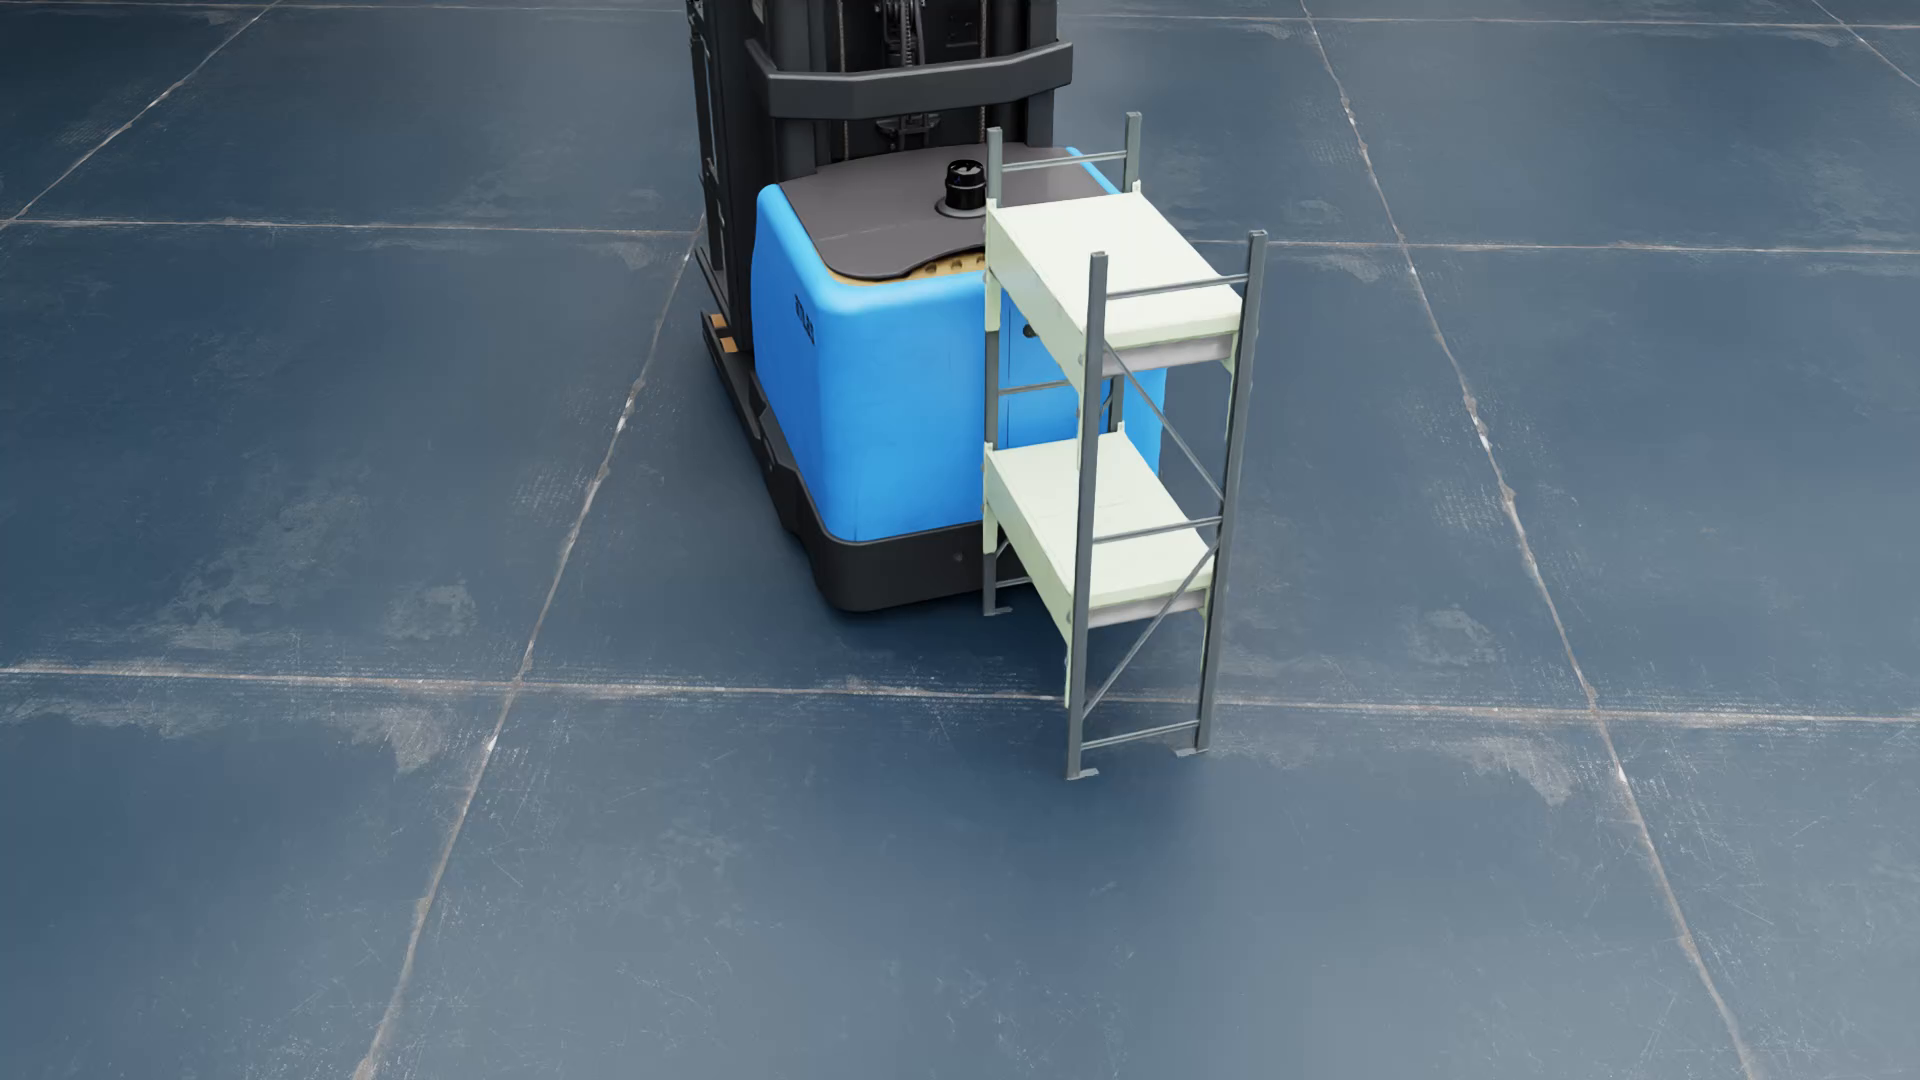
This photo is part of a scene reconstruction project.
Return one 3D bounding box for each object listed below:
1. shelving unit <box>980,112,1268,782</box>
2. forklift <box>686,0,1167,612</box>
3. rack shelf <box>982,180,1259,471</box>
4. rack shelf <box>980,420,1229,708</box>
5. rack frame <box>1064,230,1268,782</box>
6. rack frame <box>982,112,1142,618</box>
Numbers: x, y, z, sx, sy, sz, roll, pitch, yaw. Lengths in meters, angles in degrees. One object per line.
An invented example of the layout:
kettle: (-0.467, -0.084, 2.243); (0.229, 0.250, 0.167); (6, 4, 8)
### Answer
shelving unit: (0.364, -0.221, 4.260); (0.431, 1.500, 0.755); (-10, 36, -13)
forklift: (-0.327, -1.837, 5.314); (1.130, 2.935, 3.031); (-11, 36, -15)
rack shelf: (0.364, -0.540, 4.036); (0.431, 0.370, 0.720); (-10, 36, -13)
rack shelf: (0.364, 0.046, 4.448); (0.431, 0.370, 0.720); (-10, 36, -13)
rack frame: (0.469, -0.019, 3.973); (0.400, 1.500, 0.023); (-10, 36, -13)
rack frame: (0.260, -0.423, 4.547); (0.400, 1.500, 0.023); (-10, 36, -13)
